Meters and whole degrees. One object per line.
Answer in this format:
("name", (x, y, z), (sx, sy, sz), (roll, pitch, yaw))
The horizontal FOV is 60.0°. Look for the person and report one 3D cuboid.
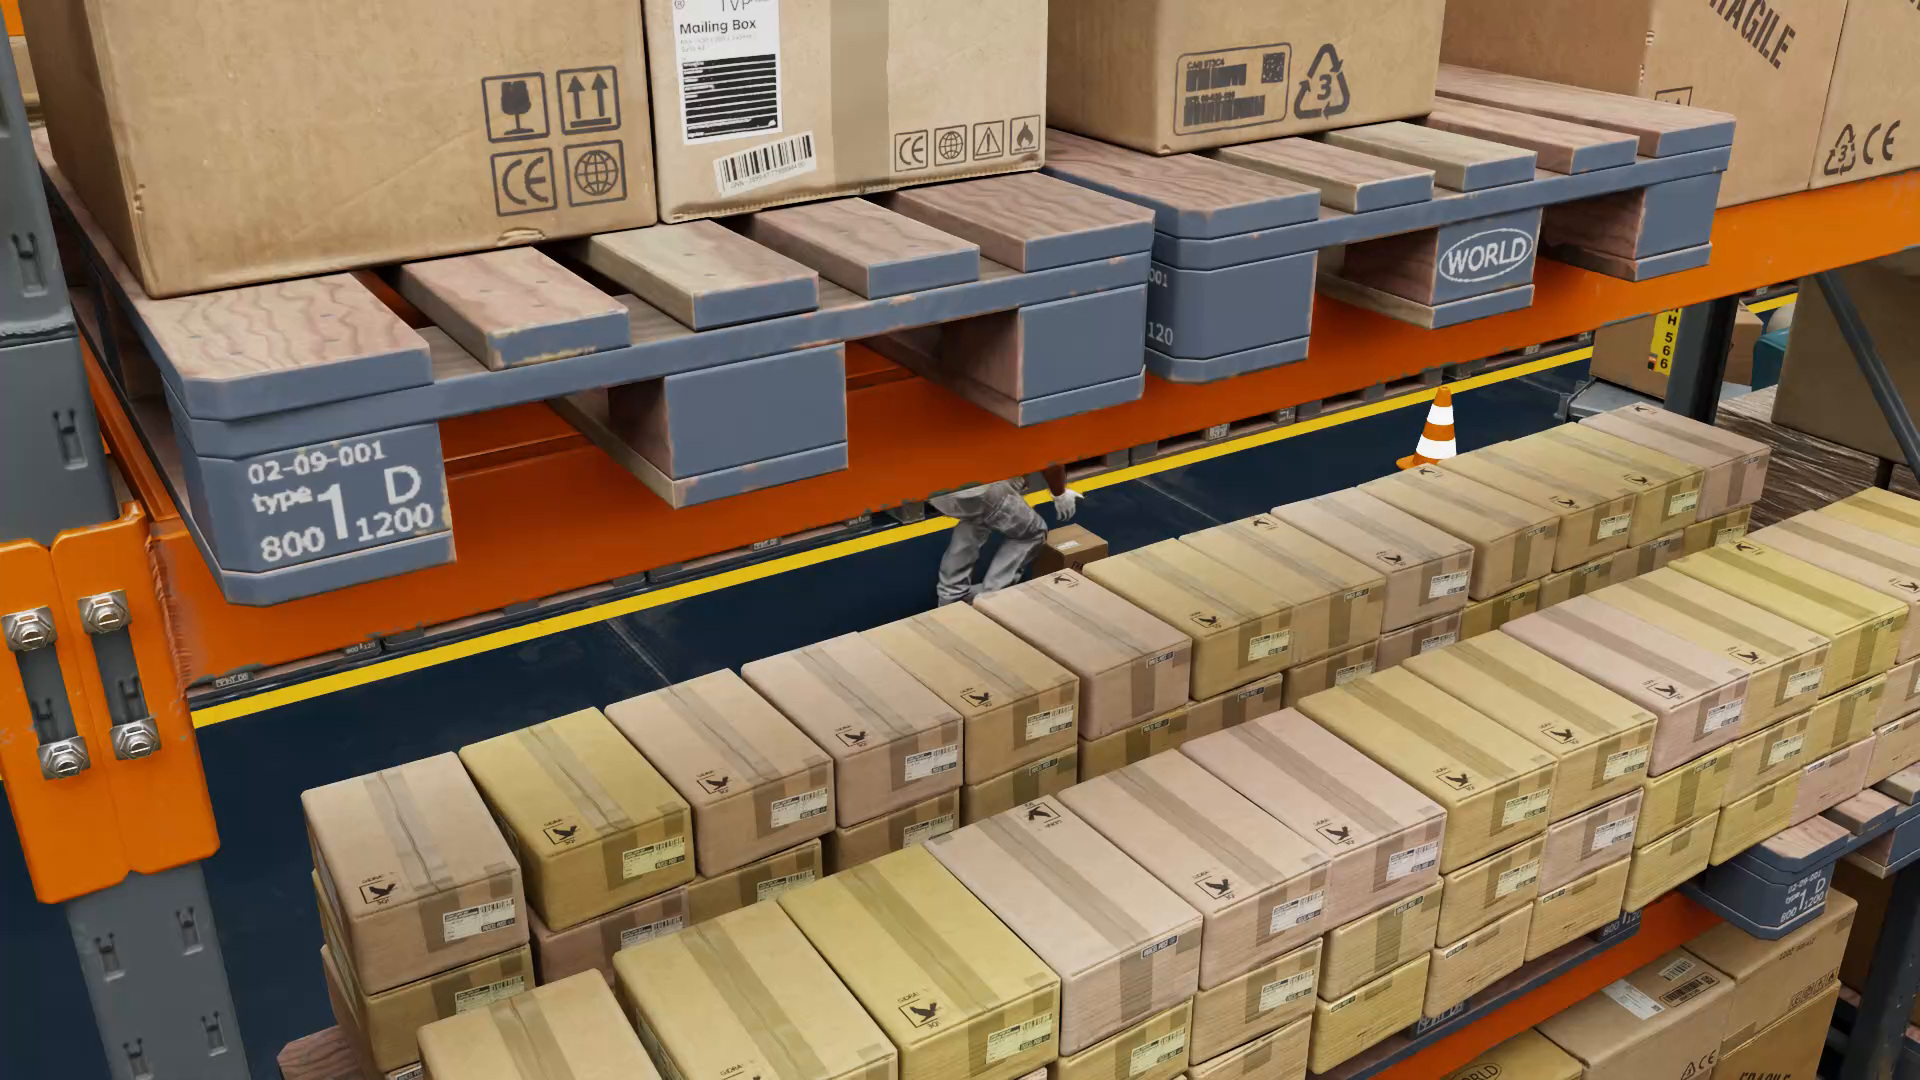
("person", (0.236, -0.138, 7.371), (0.982, 0.945, 0.524), (-17, 30, -32))
